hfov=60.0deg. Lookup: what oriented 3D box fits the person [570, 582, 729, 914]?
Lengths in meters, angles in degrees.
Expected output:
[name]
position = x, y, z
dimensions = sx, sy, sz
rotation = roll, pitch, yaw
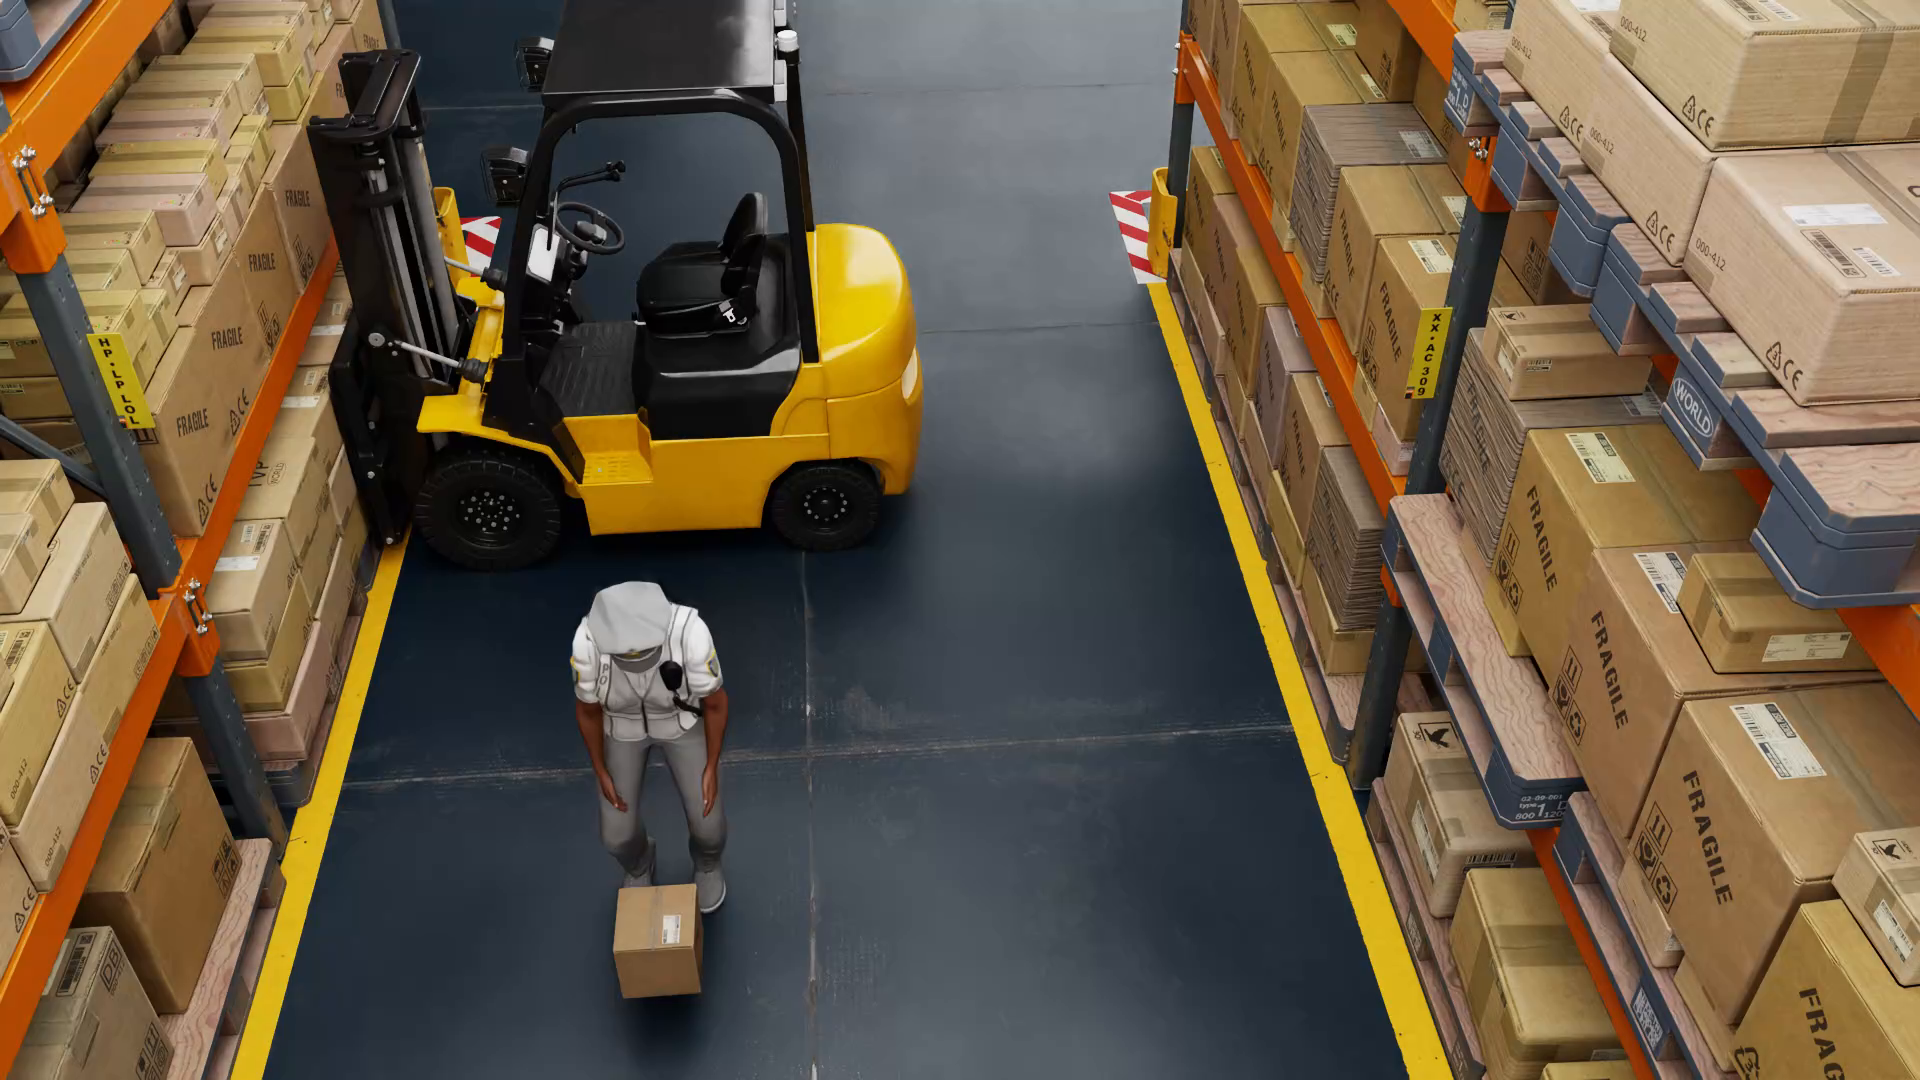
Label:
[person]
position = -0.983, 0.673, 5.452
dimensions = 0.484, 1.528, 0.585
rotation = -3, 39, -3
